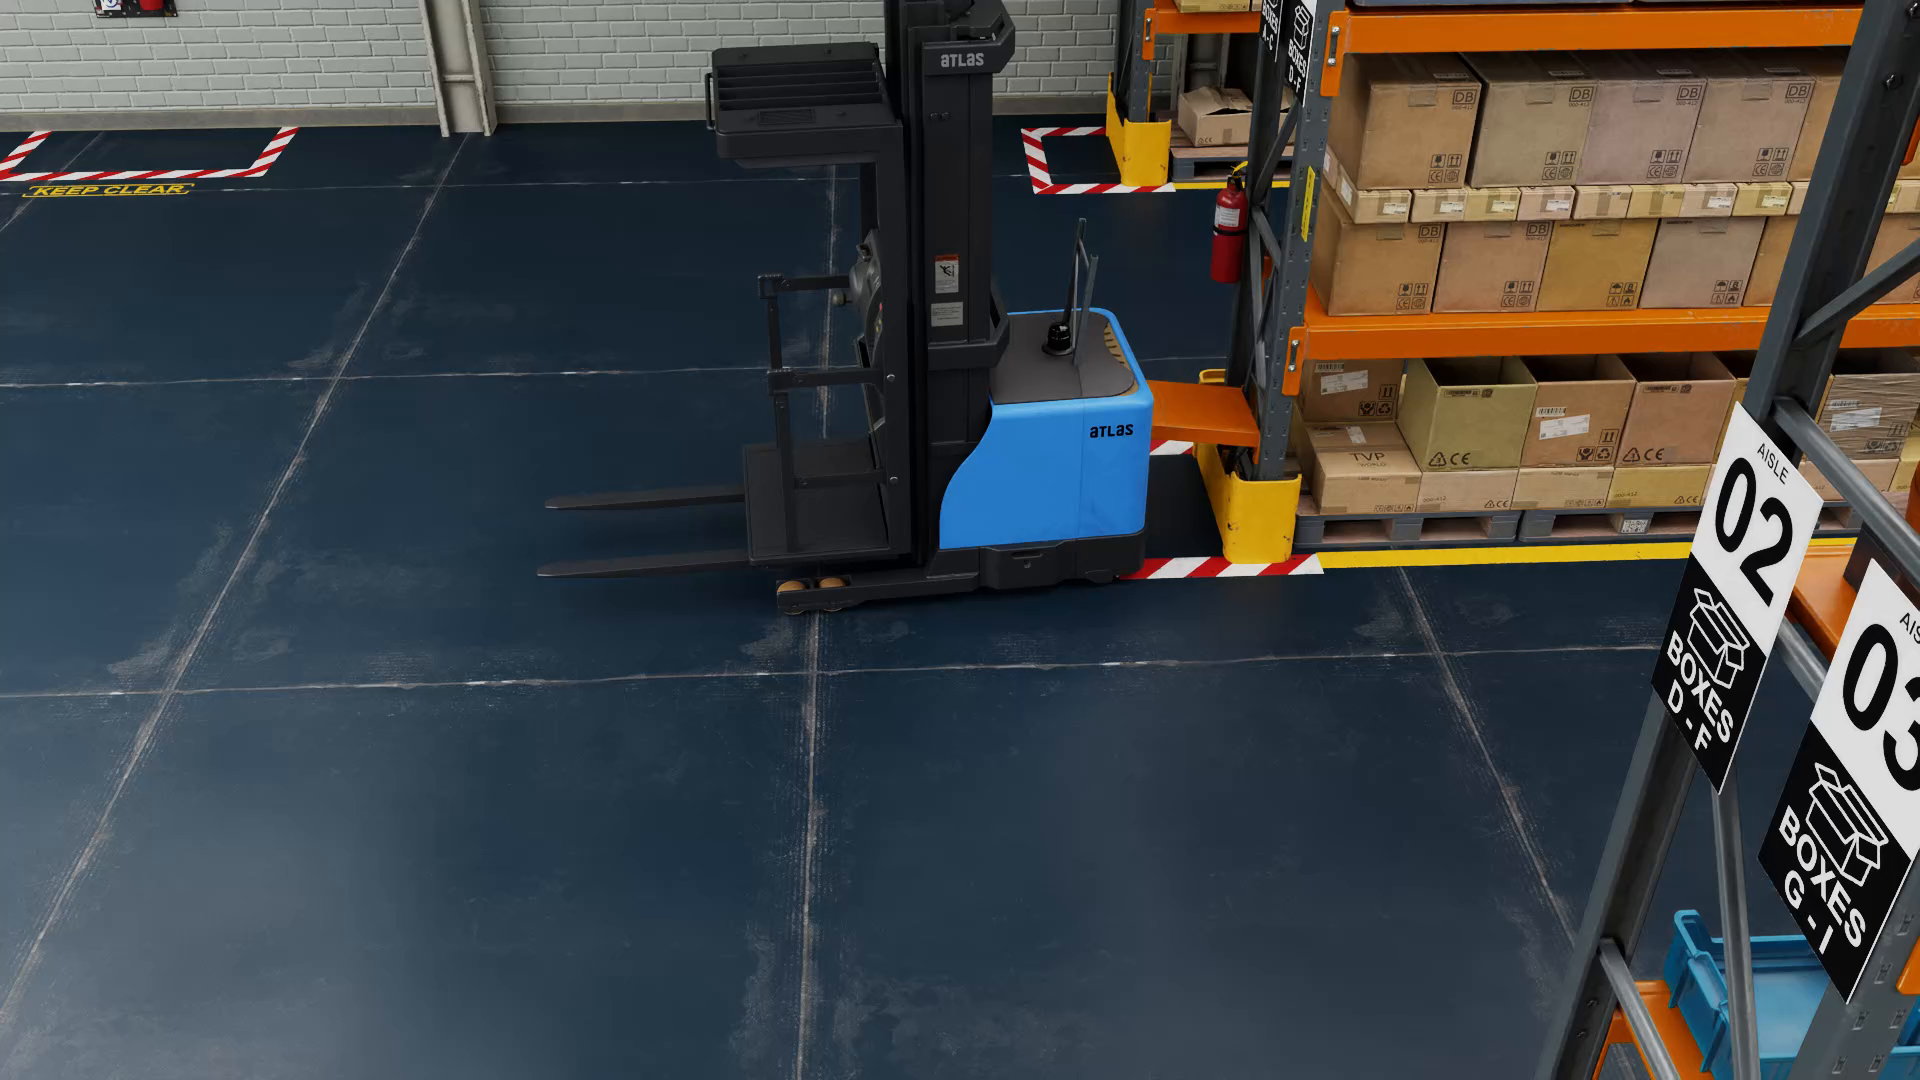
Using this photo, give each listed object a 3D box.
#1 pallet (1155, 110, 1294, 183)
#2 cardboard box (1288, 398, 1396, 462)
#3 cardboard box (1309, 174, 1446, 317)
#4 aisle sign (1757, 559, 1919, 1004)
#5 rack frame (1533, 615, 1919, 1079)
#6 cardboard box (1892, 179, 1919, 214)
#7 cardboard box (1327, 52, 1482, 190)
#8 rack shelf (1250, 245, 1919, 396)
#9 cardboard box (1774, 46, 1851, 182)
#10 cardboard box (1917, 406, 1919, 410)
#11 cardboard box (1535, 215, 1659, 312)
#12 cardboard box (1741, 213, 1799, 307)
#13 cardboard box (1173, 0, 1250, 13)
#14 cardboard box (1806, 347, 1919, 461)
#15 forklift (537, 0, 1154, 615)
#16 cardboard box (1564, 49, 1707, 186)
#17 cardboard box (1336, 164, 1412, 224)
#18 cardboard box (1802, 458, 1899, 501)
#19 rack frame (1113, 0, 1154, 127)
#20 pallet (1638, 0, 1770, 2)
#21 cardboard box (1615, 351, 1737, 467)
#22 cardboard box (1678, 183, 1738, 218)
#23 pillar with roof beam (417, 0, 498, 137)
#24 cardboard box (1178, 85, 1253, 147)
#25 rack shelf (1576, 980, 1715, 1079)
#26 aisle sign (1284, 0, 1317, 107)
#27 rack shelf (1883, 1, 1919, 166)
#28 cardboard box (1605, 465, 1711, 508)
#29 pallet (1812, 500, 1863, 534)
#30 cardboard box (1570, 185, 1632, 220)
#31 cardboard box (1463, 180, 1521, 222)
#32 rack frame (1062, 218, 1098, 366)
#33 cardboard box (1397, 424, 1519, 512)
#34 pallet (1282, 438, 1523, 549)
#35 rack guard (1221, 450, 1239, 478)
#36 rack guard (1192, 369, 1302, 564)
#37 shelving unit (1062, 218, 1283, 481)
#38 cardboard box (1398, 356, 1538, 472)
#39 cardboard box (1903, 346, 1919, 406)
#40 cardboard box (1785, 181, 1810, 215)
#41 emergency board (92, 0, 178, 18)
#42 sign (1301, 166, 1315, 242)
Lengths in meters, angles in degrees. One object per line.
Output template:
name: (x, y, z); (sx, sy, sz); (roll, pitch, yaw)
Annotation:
pallet: (2.201, -3.117, 13.105); (1.213, 0.211, 1.003); (-2, 35, -2)
cardboard box: (2.072, -0.669, 9.164); (0.500, 0.250, 0.500); (-2, 35, -2)
cardboard box: (2.017, -1.491, 8.217); (0.500, 0.500, 0.700); (-2, 35, -2)
aisle sign: (1.723, 0.471, 3.186); (0.004, 0.787, 0.394); (-2, 35, -2)
rack frame: (1.781, 1.371, 4.169); (0.127, 3.000, 1.000); (-2, 35, -2)
cardboard box: (4.513, -1.709, 7.962); (0.250, 0.149, 0.380); (-2, 35, -2)
cardboard box: (2.070, -2.026, 7.850); (0.500, 0.500, 0.700); (-1, 35, -2)
rack shelf: (3.548, -1.202, 8.520); (4.000, 0.370, 1.077); (-2, 35, -2)
cardboard box: (4.098, -2.084, 7.933); (0.500, 0.500, 0.700); (-2, 35, -2)
cardboard box: (5.068, -0.754, 9.287); (0.500, 0.250, 0.500); (-2, 35, -2)
cardboard box: (3.038, -1.518, 8.256); (0.500, 0.500, 0.700); (-1, 35, -2)
cardboard box: (4.075, -1.549, 8.300); (0.500, 0.500, 0.700); (-1, 35, -2)
cardboard box: (1.814, -4.039, 12.101); (0.500, 0.250, 0.500); (-3, 35, -4)
cardboard box: (4.593, -0.759, 8.635); (0.500, 0.500, 0.500); (-2, 35, -2)
forklift: (-0.618, -1.156, 7.881); (3.031, 2.935, 1.130); (-5, 35, -7)
cardboard box: (3.098, -2.057, 7.895); (0.500, 0.500, 0.700); (-1, 35, -2)
cardboard box: (1.952, -1.640, 7.863); (0.250, 0.149, 0.380); (-2, 35, -3)
cardboard box: (4.593, -0.450, 8.847); (0.500, 0.250, 0.500); (-2, 35, -2)
rack frame: (1.312, -4.260, 12.306); (0.127, 3.000, 1.000); (-2, 35, -2)
pallet: (3.479, -2.680, 7.465); (1.213, 0.211, 1.003); (-2, 35, -2)
cardboard box: (3.595, -0.722, 8.581); (0.500, 0.500, 0.500); (-2, 35, -2)
cardboard box: (3.488, -1.681, 7.922); (0.250, 0.149, 0.380); (-1, 35, -2)
pillar with roof beam: (-3.819, -4.629, 7.567); (0.400, 9.000, 9.100); (-2, 35, -2)
cardboard box: (2.007, -3.303, 12.899); (0.500, 0.311, 0.500); (-5, 35, -8)
rack shelf: (3.779, 1.613, 4.451); (4.000, 0.370, 1.077); (-2, 35, -2)
aisle sign: (1.499, -2.338, 7.244); (0.004, 0.787, 0.394); (-2, 35, -2)
rack shelf: (3.779, -0.689, 2.858); (4.000, 0.370, 1.077); (-2, 35, -2)
cardboard box: (3.595, -0.414, 8.796); (0.500, 0.250, 0.500); (-2, 35, -2)
pallet: (4.749, -0.408, 9.190); (1.213, 0.211, 1.003); (-2, 35, -2)
cardboard box: (2.983, -1.669, 7.904); (0.250, 0.149, 0.380); (-3, 35, -4)
cardboard box: (2.465, -1.655, 7.884); (0.250, 0.149, 0.380); (-1, 35, -2)
rack frame: (0.529, -0.820, 8.381); (0.032, 1.500, 0.500); (4, 32, -6)
cardboard box: (2.596, -0.390, 8.761); (0.500, 0.250, 0.500); (-2, 35, -2)
pallet: (2.312, -0.342, 9.095); (1.213, 0.211, 1.003); (-2, 35, -2)
rack guard: (1.461, -0.224, 8.825); (0.087, 0.250, 0.587); (4, 32, -6)
rack guard: (1.526, -0.416, 8.948); (0.348, 0.500, 1.175); (-2, 35, -2)
shelving unit: (1.041, -0.784, 8.439); (1.083, 1.500, 0.587); (4, 32, -6)
cardboard box: (2.596, -0.697, 8.546); (0.500, 0.500, 0.500); (-2, 35, -2)
cardboard box: (5.068, -1.068, 9.082); (0.500, 0.500, 0.500); (-2, 35, -2)
cardboard box: (4.016, -1.698, 7.945); (0.250, 0.149, 0.380); (-1, 35, -1)
emergency board: (-6.493, -4.564, 12.745); (0.643, 1.169, 0.194); (-2, 35, -2)
sign: (1.570, -1.517, 7.512); (0.005, 0.325, 0.100); (-2, 35, -2)
